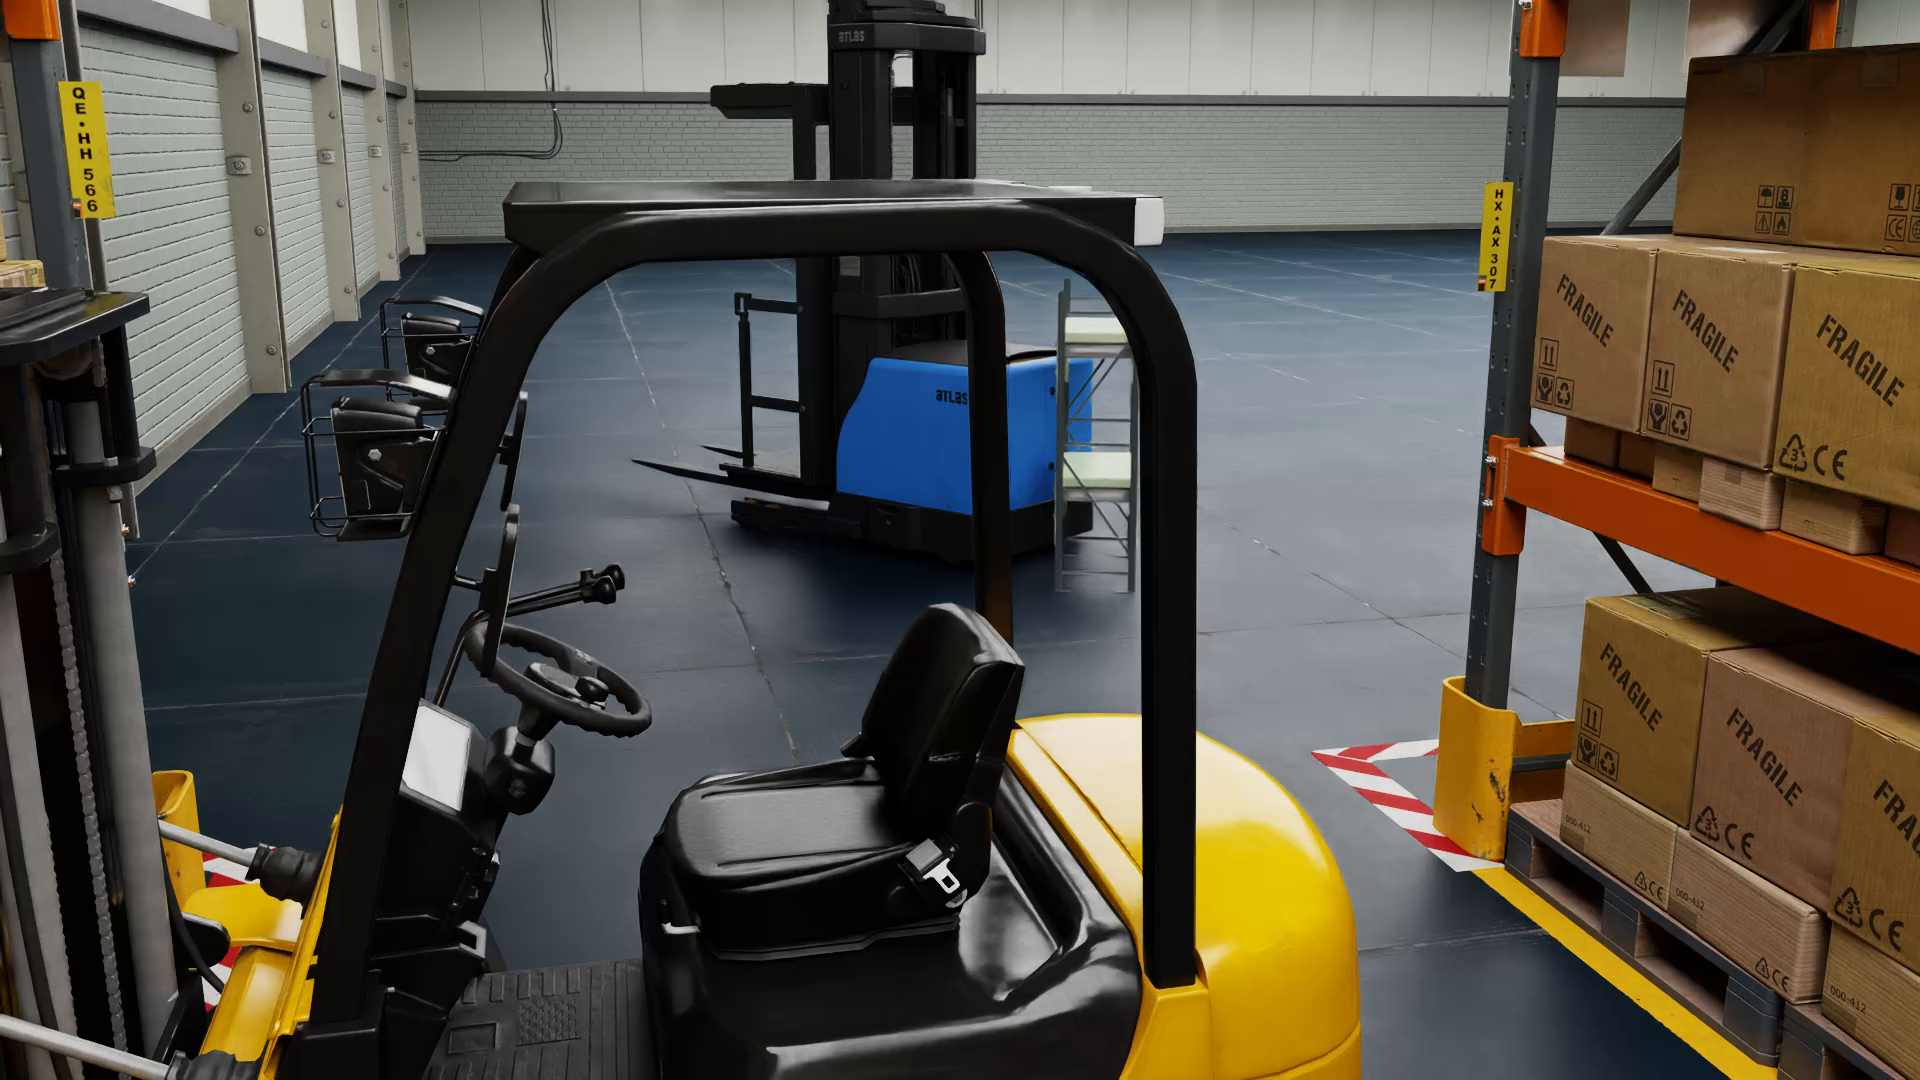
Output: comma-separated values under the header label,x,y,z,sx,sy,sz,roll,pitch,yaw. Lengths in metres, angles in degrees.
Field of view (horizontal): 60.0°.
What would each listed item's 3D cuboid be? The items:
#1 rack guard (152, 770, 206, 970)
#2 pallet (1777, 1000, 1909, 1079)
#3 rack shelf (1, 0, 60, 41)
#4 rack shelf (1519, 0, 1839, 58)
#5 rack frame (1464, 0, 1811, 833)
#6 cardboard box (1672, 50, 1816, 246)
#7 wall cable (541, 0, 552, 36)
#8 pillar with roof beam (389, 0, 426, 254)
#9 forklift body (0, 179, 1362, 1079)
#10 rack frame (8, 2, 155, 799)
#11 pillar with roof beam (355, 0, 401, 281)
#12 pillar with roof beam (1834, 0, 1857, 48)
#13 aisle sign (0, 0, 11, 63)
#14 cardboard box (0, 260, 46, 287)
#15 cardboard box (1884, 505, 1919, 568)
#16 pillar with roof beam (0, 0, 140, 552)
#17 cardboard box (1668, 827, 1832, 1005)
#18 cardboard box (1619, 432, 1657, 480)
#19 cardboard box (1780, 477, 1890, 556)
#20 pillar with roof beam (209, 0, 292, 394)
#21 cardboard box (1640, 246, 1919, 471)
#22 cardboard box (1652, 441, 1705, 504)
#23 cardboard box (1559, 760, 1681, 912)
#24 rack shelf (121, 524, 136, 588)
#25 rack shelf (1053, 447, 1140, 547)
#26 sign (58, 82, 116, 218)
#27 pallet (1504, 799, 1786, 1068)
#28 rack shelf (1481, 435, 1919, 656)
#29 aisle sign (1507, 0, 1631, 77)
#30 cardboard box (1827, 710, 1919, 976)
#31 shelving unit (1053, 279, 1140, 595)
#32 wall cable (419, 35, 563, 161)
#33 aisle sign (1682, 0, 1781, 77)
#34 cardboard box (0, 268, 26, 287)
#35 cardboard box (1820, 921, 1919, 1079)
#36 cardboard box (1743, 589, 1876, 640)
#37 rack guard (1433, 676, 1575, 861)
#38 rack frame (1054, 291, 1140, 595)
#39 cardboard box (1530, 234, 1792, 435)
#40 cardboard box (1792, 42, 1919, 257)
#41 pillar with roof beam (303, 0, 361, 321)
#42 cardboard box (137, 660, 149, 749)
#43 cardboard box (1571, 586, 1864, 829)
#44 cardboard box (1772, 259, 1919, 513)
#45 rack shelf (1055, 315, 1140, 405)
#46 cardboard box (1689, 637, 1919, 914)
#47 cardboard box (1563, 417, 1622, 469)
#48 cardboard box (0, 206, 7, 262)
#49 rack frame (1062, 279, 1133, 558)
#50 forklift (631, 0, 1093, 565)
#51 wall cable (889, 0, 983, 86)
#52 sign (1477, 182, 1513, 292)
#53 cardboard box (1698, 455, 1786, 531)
label,x,y,z,sx,sy,sz,roll,pitch,yaw
rack guard,-2.678,0.959,4.448,1.175,0.500,0.348,-3,14,-13
pallet,2.609,1.315,3.599,1.003,0.211,1.213,-3,14,-13
rack shelf,-2.202,-0.896,1.970,1.077,0.370,4.000,-3,14,-13
rack shelf,2.622,-1.174,3.106,1.077,0.370,4.000,-3,14,-13
rack frame,2.152,-0.527,5.265,1.000,3.000,0.127,-3,14,-13
cardboard box,2.484,-1.100,4.666,0.700,0.500,0.500,-4,14,-15
wall cable,-7.207,-11.723,34.351,3.097,2.526,0.112,-3,14,-13
pillar with roof beam,-6.246,-10.114,31.864,9.100,9.000,0.400,-3,14,-13
forklift body,-0.453,0.498,2.855,2.313,2.155,1.214,-3,14,-13
rack frame,-2.672,-0.250,4.129,1.000,3.000,0.127,-3,14,-13
pillar with roof beam,-4.836,-8.730,26.198,9.100,9.000,0.400,-3,14,-13
pillar with roof beam,16.004,-11.390,37.086,9.100,9.000,0.400,-3,14,-13
aisle sign,-2.402,-1.544,3.949,0.394,0.787,0.004,-3,14,-13
cardboard box,-2.318,-0.549,3.776,0.380,0.149,0.250,-3,14,-12
cardboard box,2.316,-0.016,3.700,0.380,0.149,0.250,-3,14,-11
pillar with roof beam,-0.609,-4.577,9.201,9.100,9.000,0.400,-3,14,-13
cardboard box,2.185,0.924,4.233,0.500,0.250,0.500,-3,14,-11
cardboard box,2.104,-0.258,4.691,0.380,0.149,0.250,-3,14,-12
cardboard box,2.196,-0.073,3.936,0.380,0.149,0.250,-3,14,-12
pillar with roof beam,-2.018,-5.961,14.867,9.100,9.000,0.400,-3,14,-13
cardboard box,2.118,-0.476,4.219,0.500,0.500,0.500,-3,14,-11
cardboard box,2.087,-0.192,4.422,0.380,0.149,0.250,-4,14,-15
cardboard box,2.073,0.806,4.716,0.500,0.250,0.500,-3,14,-14
rack shelf,-2.202,0.561,2.326,1.077,0.370,4.000,-3,14,-13
rack shelf,0.709,-0.232,8.591,0.431,0.370,0.720,1,14,5
sign,-2.141,-0.954,4.074,0.100,0.325,0.005,-3,14,-13
pallet,2.326,1.034,4.749,1.003,0.211,1.213,-3,14,-13
rack shelf,2.622,0.284,3.462,1.077,0.370,4.000,-3,14,-13
aisle sign,1.836,-1.787,4.944,0.394,0.787,0.004,-3,14,-13
cardboard box,2.316,0.684,3.637,0.500,0.500,0.500,-3,14,-12
shelving unit,0.709,-0.549,8.514,0.431,1.500,0.755,1,14,5
wall cable,-9.837,-9.119,34.333,3.097,2.526,0.112,-3,14,-13
aisle sign,2.419,-1.821,5.081,0.394,0.787,0.004,-3,14,-13
cardboard box,-2.229,-0.492,3.542,0.380,0.149,0.250,-3,14,-12
cardboard box,2.326,1.049,3.720,0.500,0.250,0.500,-2,14,-9
cardboard box,2.594,0.411,4.755,0.500,0.500,0.500,-3,14,-13
rack guard,2.170,0.705,5.490,1.175,0.500,0.348,-3,14,-13
rack frame,0.674,-0.462,8.160,0.400,1.500,0.023,1,14,5
cardboard box,1.994,-0.596,4.707,0.500,0.500,0.500,-4,14,-14
cardboard box,2.596,-0.983,4.187,0.700,0.500,0.500,-3,14,-13
pillar with roof beam,-3.427,-7.346,20.532,9.100,9.000,0.400,-3,14,-13
cardboard box,-2.261,0.485,3.923,0.500,0.250,0.500,-3,14,-11
cardboard box,2.079,0.447,4.605,0.500,0.500,0.500,-4,14,-15
cardboard box,2.239,-0.359,3.738,0.500,0.500,0.500,-4,14,-14
rack shelf,0.709,-0.928,8.421,0.431,0.370,0.720,1,14,5
cardboard box,2.206,0.568,4.112,0.500,0.500,0.500,-4,14,-15
cardboard box,2.031,-0.315,4.927,0.380,0.149,0.250,-3,14,-13
cardboard box,-2.383,-0.687,3.714,0.380,0.149,0.250,-3,14,-13
rack frame,0.745,-0.635,8.868,0.400,1.500,0.023,1,14,5
forklift,-0.712,-1.554,9.610,3.031,2.935,1.130,11,17,38
wall cable,-0.605,-12.805,35.712,2.305,6.003,0.169,-3,14,-13
sign,1.625,-0.917,5.038,0.100,0.325,0.005,-3,14,-13
cardboard box,2.102,-0.131,4.172,0.380,0.149,0.250,-3,14,-12
